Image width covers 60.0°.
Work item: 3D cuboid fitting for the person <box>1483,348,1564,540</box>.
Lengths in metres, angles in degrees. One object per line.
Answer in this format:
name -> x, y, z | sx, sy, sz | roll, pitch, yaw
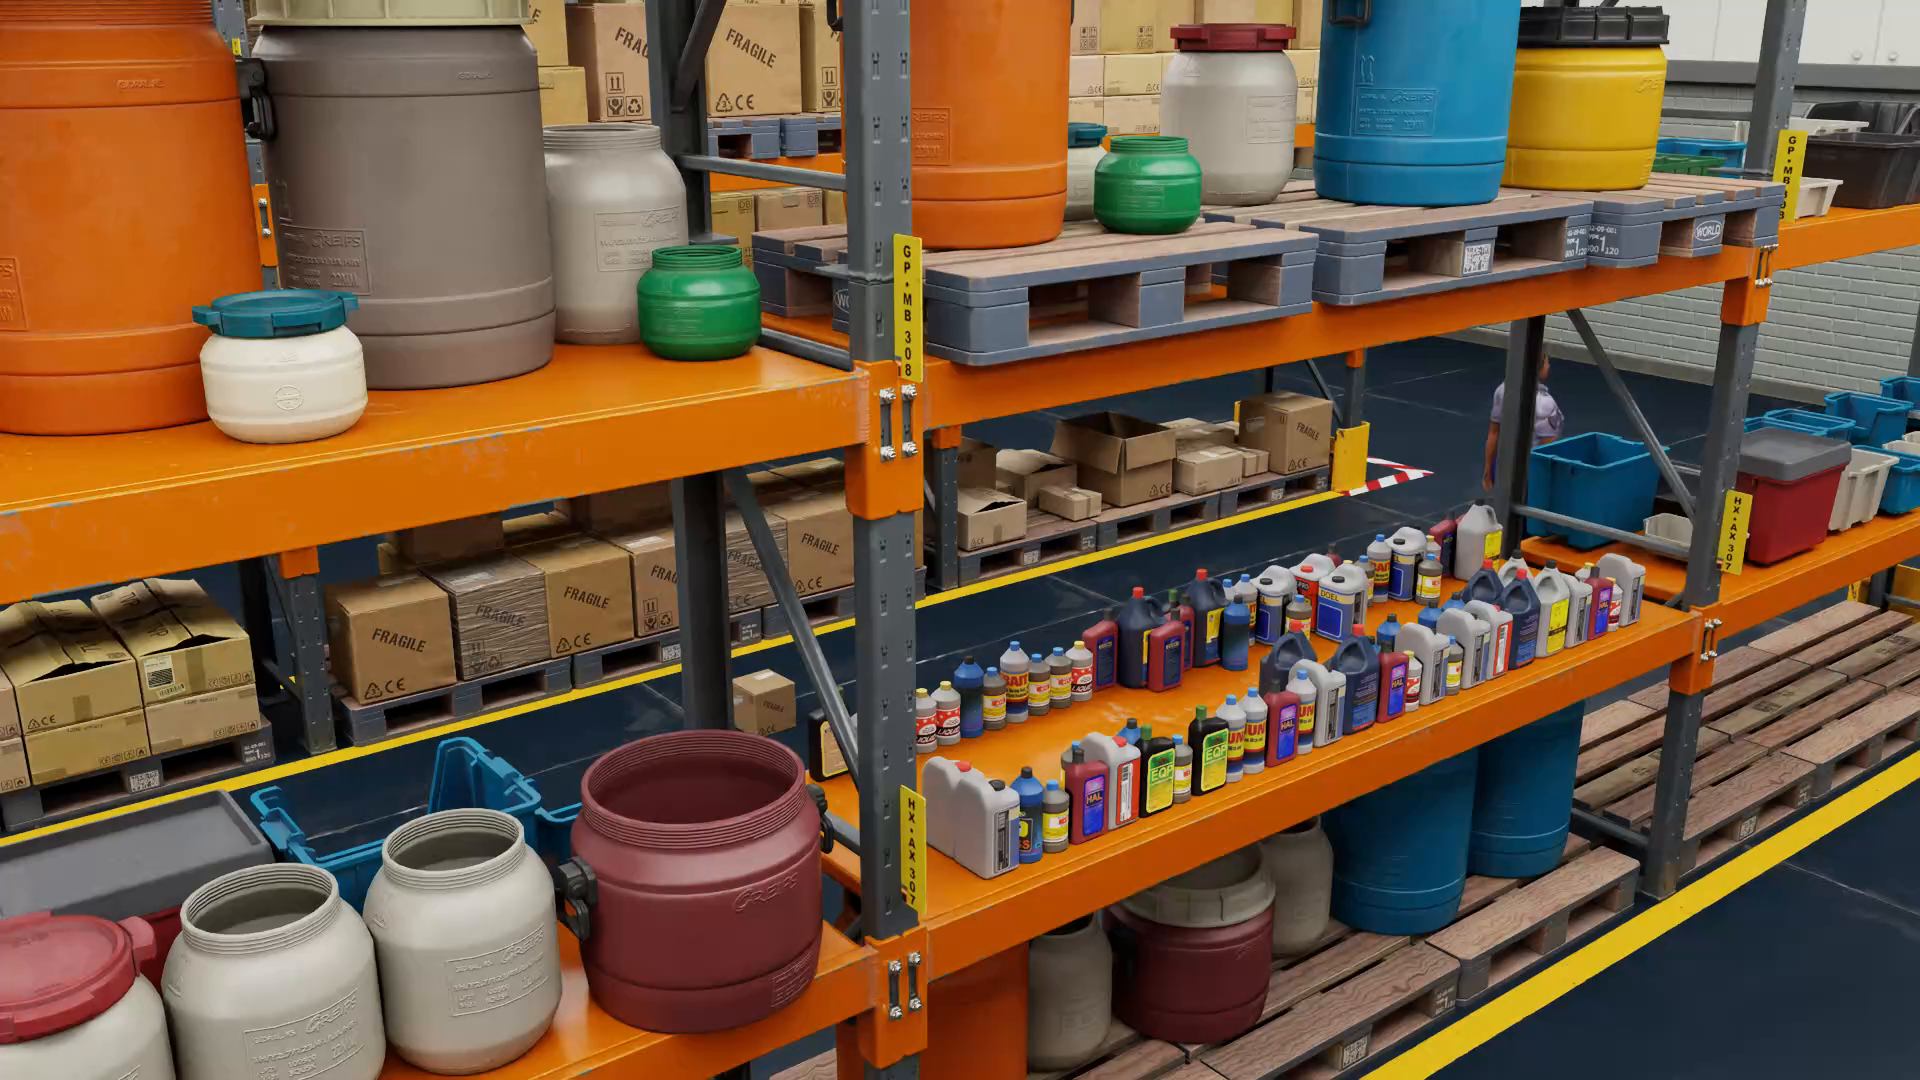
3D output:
person -> 3.499, -0.372, 10.240 | 0.501, 1.696, 0.520 | -6, 19, -18
